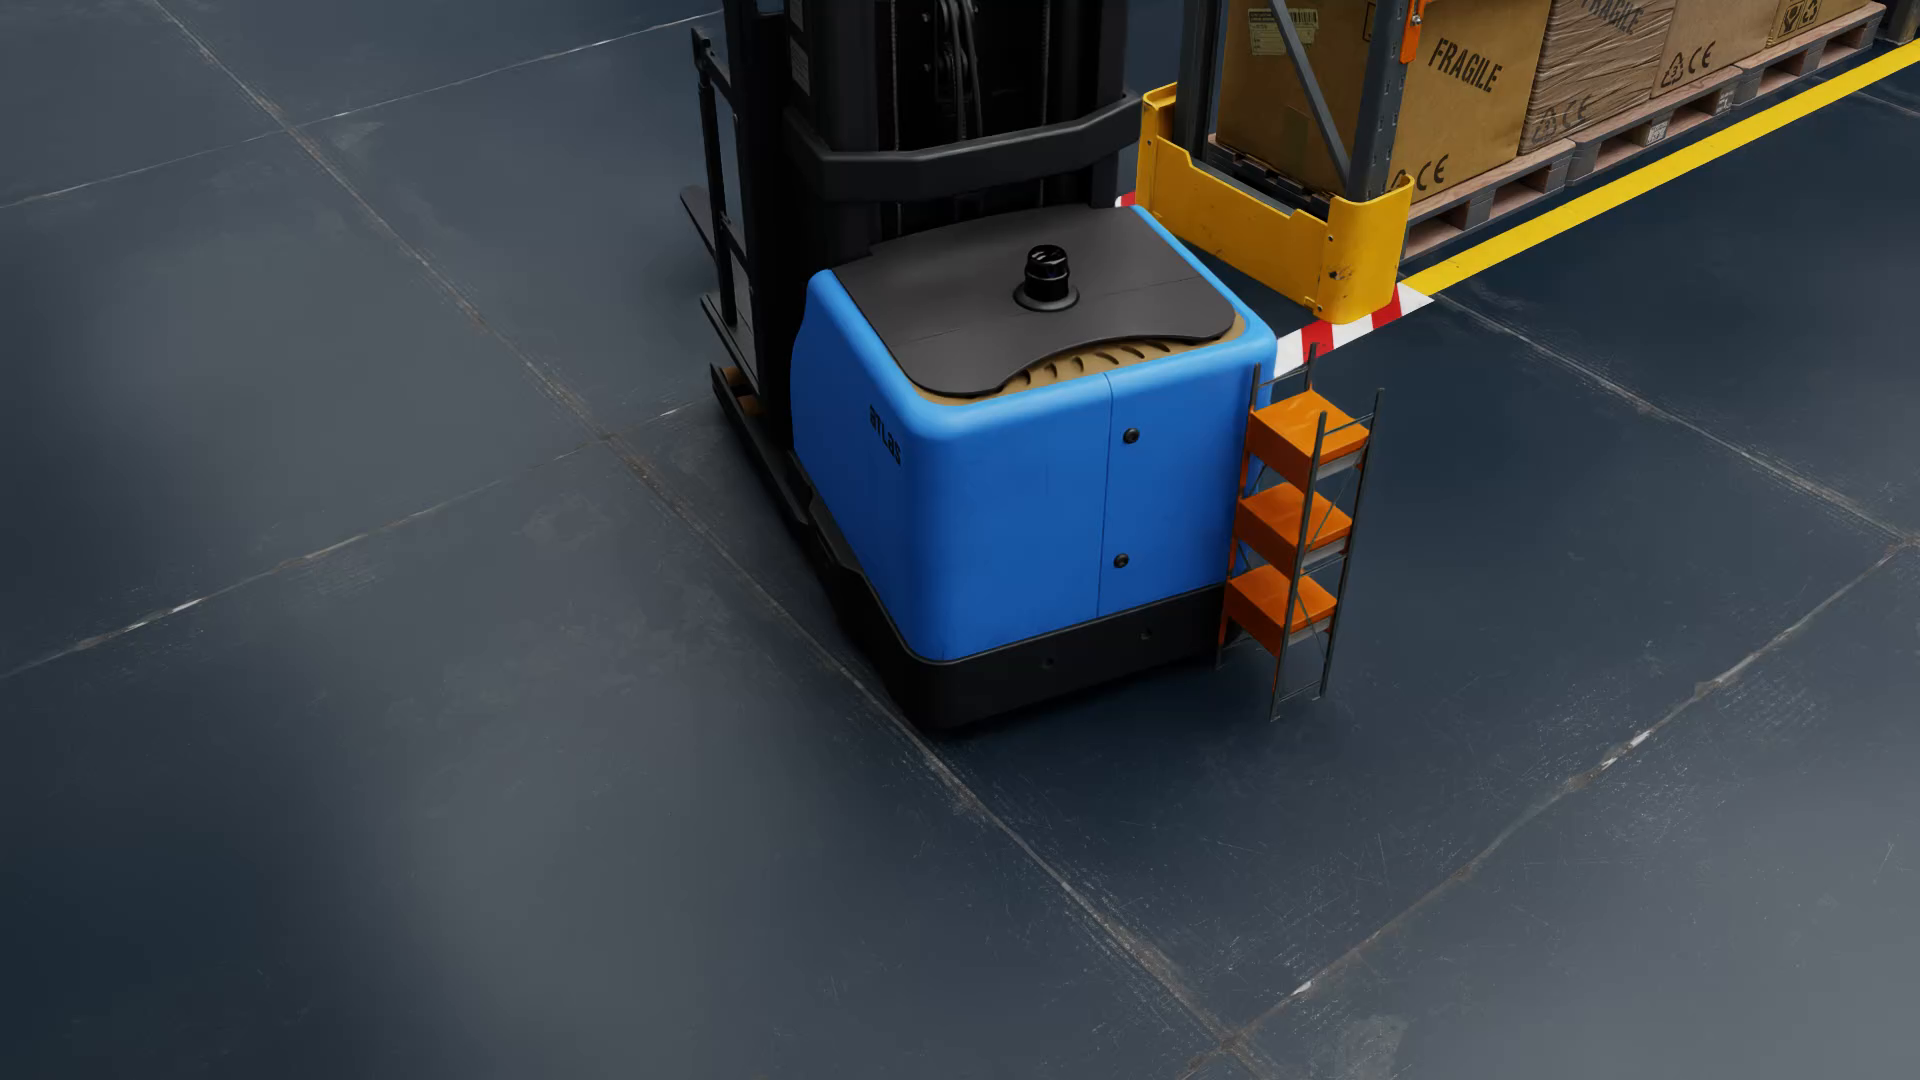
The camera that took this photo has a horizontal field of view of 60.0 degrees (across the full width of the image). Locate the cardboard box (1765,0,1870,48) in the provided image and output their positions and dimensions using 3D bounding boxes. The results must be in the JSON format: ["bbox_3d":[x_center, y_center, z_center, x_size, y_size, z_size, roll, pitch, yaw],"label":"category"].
[{"bbox_3d":[3.810,-2.991,7.875,0.875,0.875,0.875,-26,46,-28],"label":"cardboard box"}]

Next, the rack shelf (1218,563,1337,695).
[{"bbox_3d":[0.882,0.227,4.601,0.215,0.259,0.240,-21,44,-24],"label":"rack shelf"}]

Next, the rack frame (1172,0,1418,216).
[{"bbox_3d":[1.210,-2.319,5.711,0.127,3.000,1.000,-26,46,-28],"label":"rack frame"}]

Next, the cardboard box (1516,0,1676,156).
[{"bbox_3d":[2.390,-2.299,7.031,0.875,0.875,0.875,-26,46,-28],"label":"cardboard box"}]

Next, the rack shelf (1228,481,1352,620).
[{"bbox_3d":[0.882,0.012,4.425,0.215,0.259,0.240,-21,44,-24],"label":"rack shelf"}]

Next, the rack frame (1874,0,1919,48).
[{"bbox_3d":[4.382,-3.864,7.596,0.127,3.000,1.000,-26,46,-28],"label":"rack frame"}]

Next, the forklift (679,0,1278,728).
[{"bbox_3d":[-0.212,-1.559,4.839,1.130,2.935,3.031,-15,42,-17],"label":"forklift"}]

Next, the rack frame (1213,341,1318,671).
[{"bbox_3d":[0.817,-0.062,4.498,0.200,1.050,0.008,-21,44,-24],"label":"rack frame"}]

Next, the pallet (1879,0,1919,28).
[{"bbox_3d":[4.948,-3.122,8.890,1.213,0.211,1.003,-26,46,-28],"label":"pallet"}]

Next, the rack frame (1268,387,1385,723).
[{"bbox_3d":[0.946,0.069,4.338,0.200,1.050,0.008,-21,44,-24],"label":"rack frame"}]

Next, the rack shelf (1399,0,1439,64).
[{"bbox_3d":[2.796,-2.813,6.882,4.000,0.370,1.077,-26,46,-28],"label":"rack shelf"}]

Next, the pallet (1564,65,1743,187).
[{"bbox_3d":[2.763,-2.058,7.592,1.213,0.211,1.003,-26,46,-28],"label":"pallet"}]

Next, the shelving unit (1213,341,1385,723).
[{"bbox_3d":[0.882,0.004,4.418,0.215,1.050,0.252,-21,44,-24],"label":"shelving unit"}]

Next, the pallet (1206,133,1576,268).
[{"bbox_3d":[1.796,-1.589,7.020,1.213,0.211,1.003,-26,46,-28],"label":"pallet"}]

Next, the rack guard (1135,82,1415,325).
[{"bbox_3d":[1.191,-1.343,6.493,0.348,0.500,1.175,-26,46,-28],"label":"rack guard"}]

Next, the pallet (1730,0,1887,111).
[{"bbox_3d":[3.731,-2.532,8.170,1.213,0.211,1.003,-26,46,-28],"label":"pallet"}]

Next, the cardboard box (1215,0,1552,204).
[{"bbox_3d":[1.669,-1.947,6.603,0.875,0.875,0.875,-26,46,-28],"label":"cardboard box"}]

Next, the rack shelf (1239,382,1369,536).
[{"bbox_3d":[0.882,-0.208,4.245,0.215,0.259,0.240,-21,44,-24],"label":"rack shelf"}]

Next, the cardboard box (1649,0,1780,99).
[{"bbox_3d":[3.096,-2.643,7.451,0.875,0.875,0.875,-26,46,-28],"label":"cardboard box"}]
